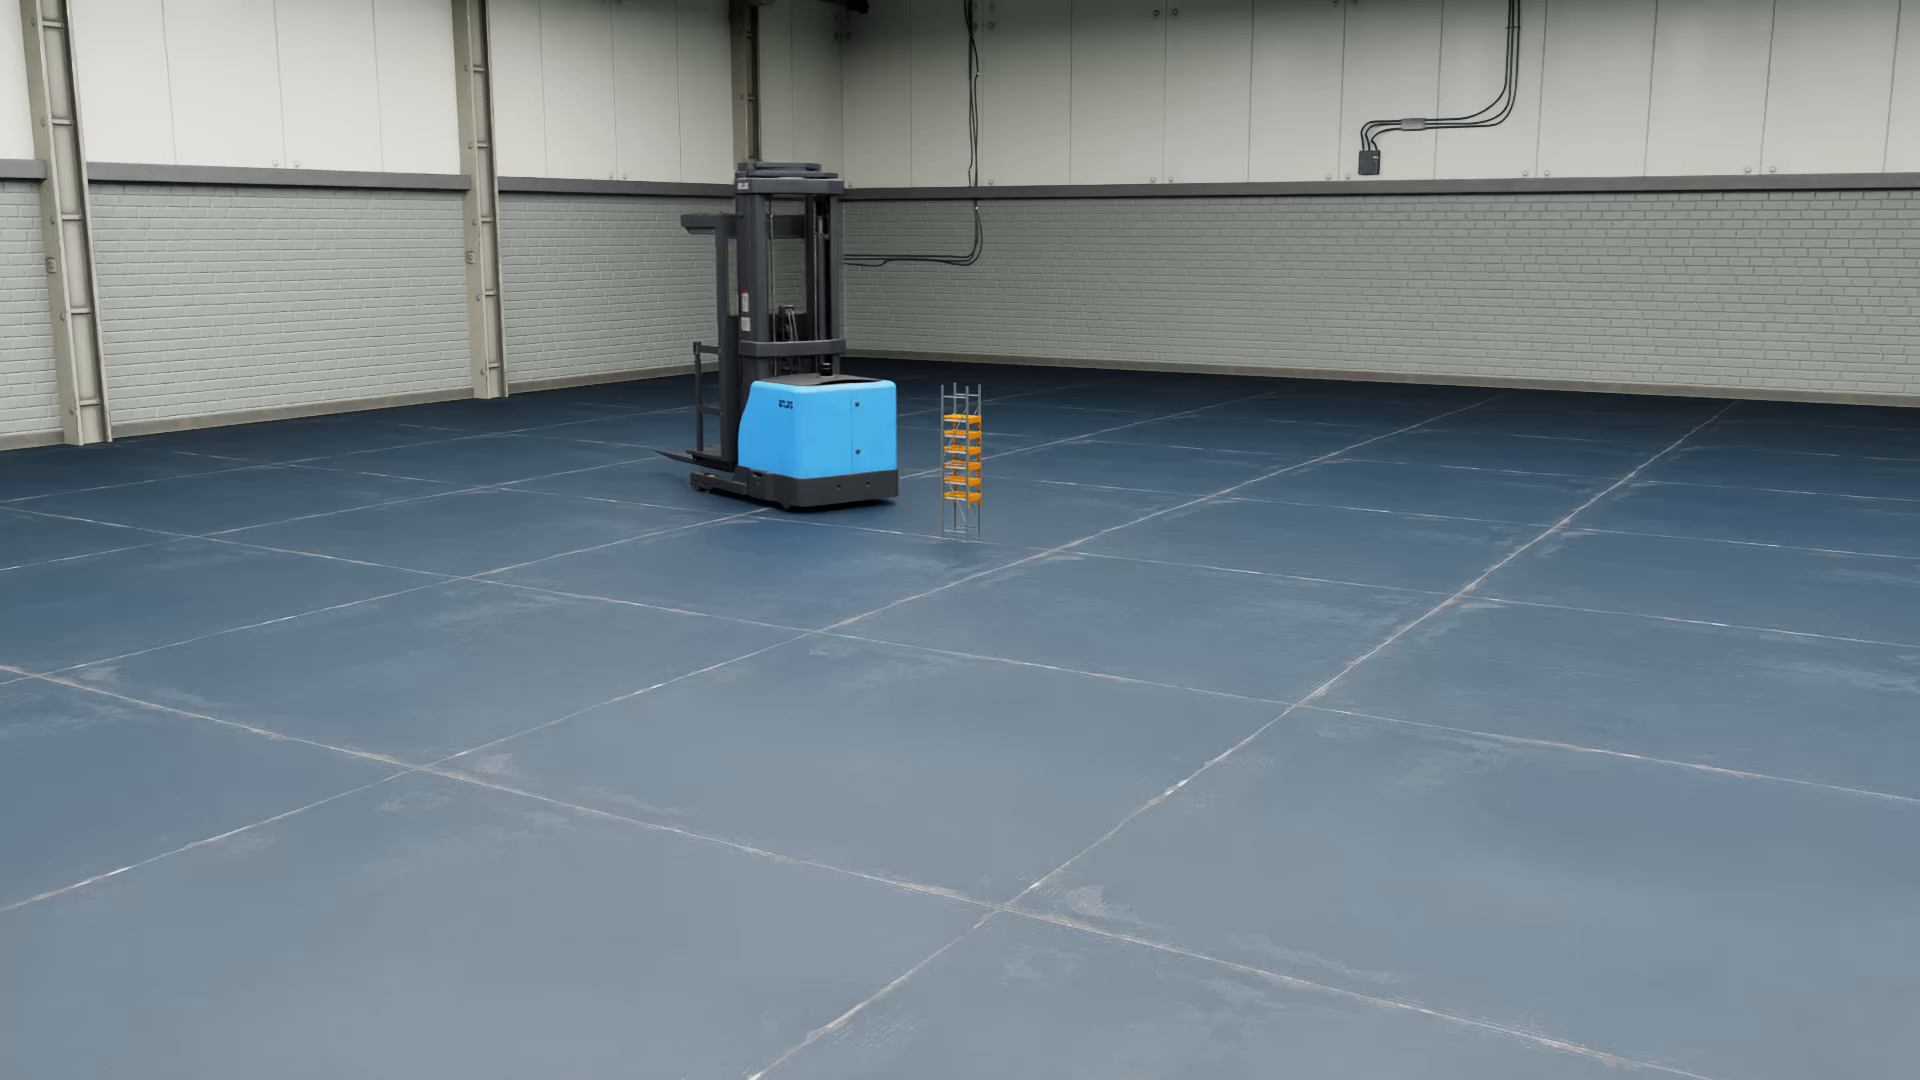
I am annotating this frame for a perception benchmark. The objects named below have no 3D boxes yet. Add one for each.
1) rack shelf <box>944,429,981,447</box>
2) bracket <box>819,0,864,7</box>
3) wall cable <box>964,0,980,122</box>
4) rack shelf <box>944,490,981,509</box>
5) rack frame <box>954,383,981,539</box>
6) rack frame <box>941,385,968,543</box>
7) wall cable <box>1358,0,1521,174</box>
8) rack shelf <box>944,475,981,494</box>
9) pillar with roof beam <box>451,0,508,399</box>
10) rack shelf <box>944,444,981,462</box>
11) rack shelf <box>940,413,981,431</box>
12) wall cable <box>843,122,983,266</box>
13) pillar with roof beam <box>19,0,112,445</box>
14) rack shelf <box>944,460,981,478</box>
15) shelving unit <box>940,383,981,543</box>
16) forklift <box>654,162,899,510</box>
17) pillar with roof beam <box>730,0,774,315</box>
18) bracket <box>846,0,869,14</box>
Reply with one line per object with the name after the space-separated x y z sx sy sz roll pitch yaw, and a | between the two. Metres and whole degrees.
0.008 -0.784 12.734 0.258 0.103 0.180 6 12 31 | rack shelf
-2.157 -9.491 29.330 0.076 0.066 3.189 6 12 31 | bracket
1.372 -8.445 28.240 3.097 2.526 0.112 6 12 31 | wall cable
0.008 -0.312 12.823 0.258 0.103 0.180 6 12 31 | rack shelf
0.055 -0.606 12.847 0.240 1.200 0.006 6 12 31 | rack frame
-0.040 -0.578 12.694 0.240 1.200 0.006 6 12 31 | rack frame
7.165 -8.510 24.628 2.305 6.003 0.169 6 12 31 | wall cable
0.008 -0.430 12.801 0.258 0.103 0.180 6 12 31 | rack shelf
-3.035 -6.056 20.762 9.100 9.000 0.400 6 12 31 | pillar with roof beam
0.008 -0.666 12.757 0.258 0.103 0.180 6 12 31 | rack shelf
0.008 -0.902 12.712 0.258 0.103 0.180 6 12 31 | rack shelf
-0.940 -6.222 30.085 3.097 2.526 0.112 6 12 31 | wall cable
-6.150 -5.112 15.721 9.100 9.000 0.400 6 12 31 | pillar with roof beam
0.008 -0.548 12.779 0.258 0.103 0.180 6 12 31 | rack shelf
0.008 -0.592 12.770 0.258 1.200 0.189 6 12 31 | shelving unit
-1.829 -1.919 15.156 1.130 2.935 3.031 -8 13 -36 | forklift
0.080 -7.000 25.802 9.100 9.000 0.548 6 12 31 | pillar with roof beam
-1.850 -9.584 29.826 0.235 0.232 0.430 6 12 31 | bracket
